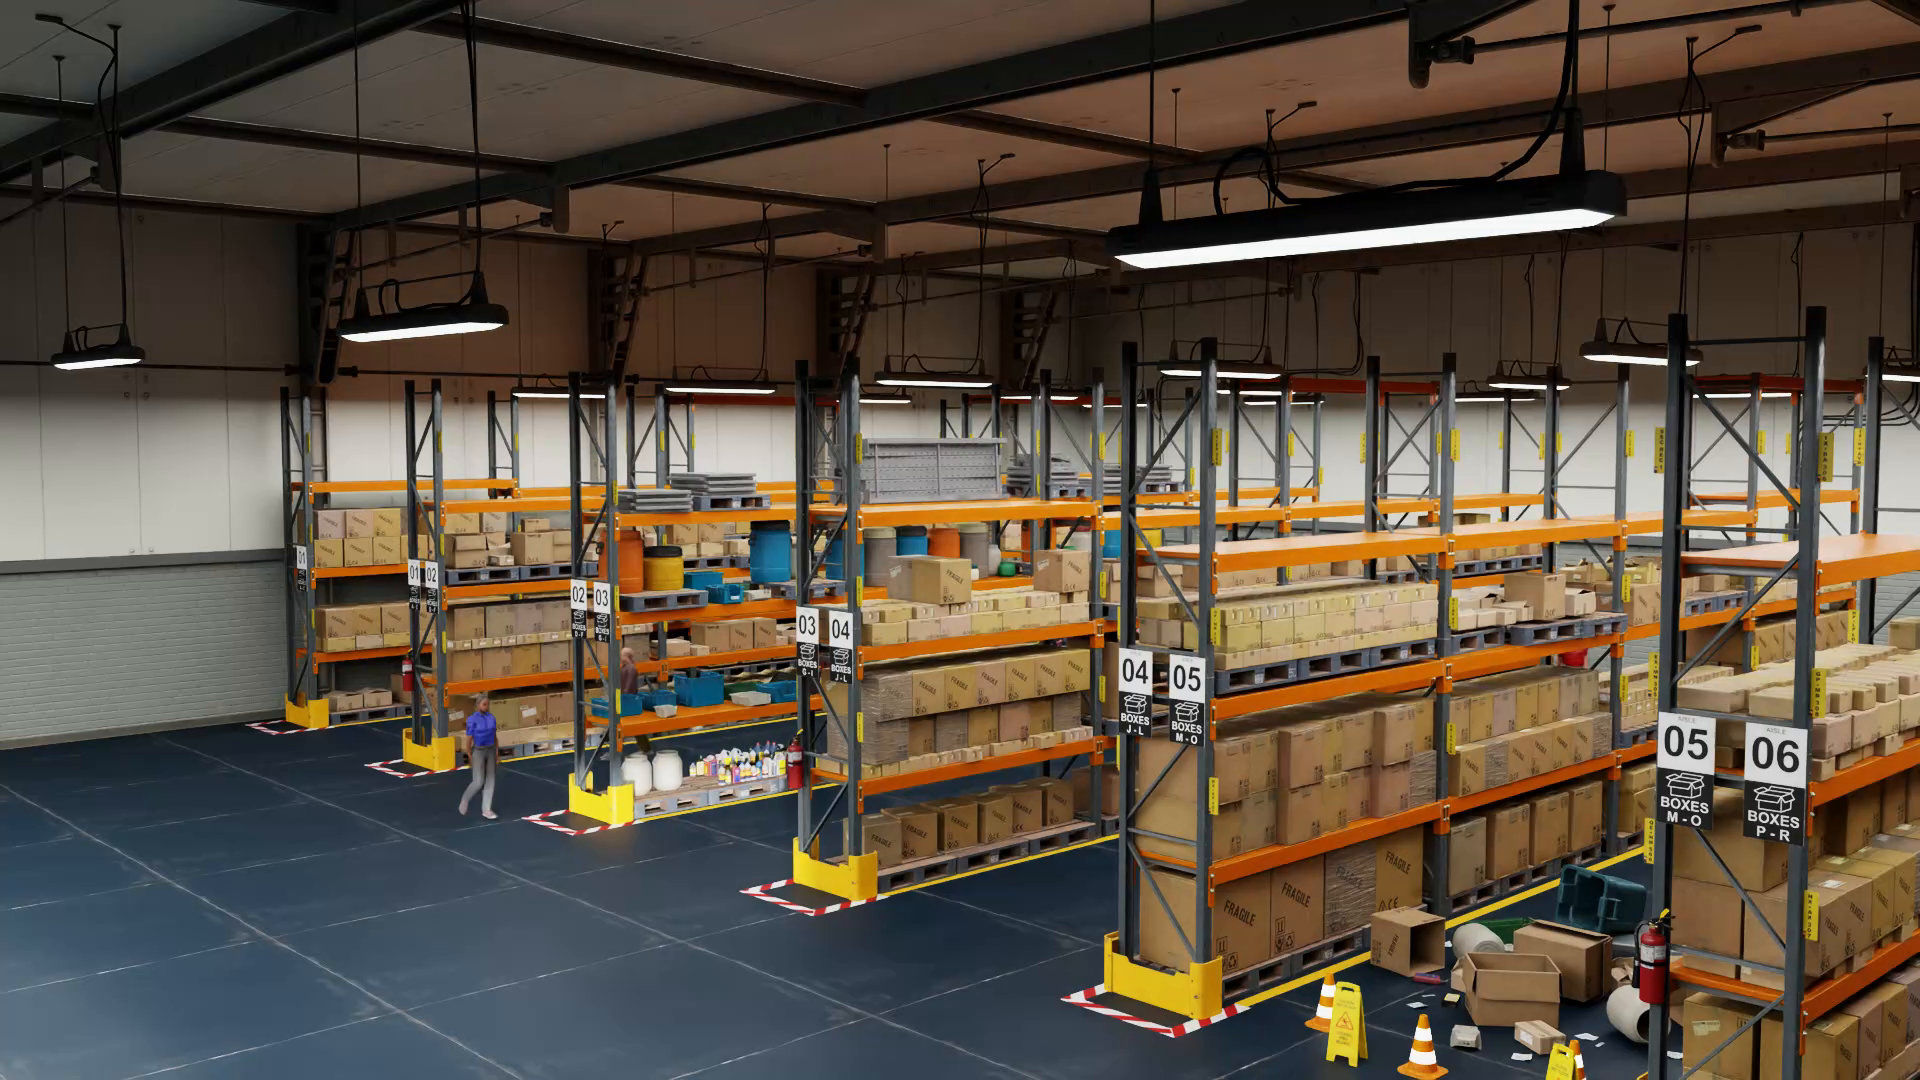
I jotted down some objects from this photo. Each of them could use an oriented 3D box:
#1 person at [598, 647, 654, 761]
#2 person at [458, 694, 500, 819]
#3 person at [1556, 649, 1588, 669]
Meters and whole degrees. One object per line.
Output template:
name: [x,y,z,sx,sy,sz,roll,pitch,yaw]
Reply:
person: [-5.321,2.598,26.405,0.875,1.789,0.621,-2,4,-23]
person: [-6.439,2.895,22.322,0.527,1.652,0.478,3,5,38]
person: [11.259,2.399,30.538,0.527,1.609,1.017,0,4,0]
